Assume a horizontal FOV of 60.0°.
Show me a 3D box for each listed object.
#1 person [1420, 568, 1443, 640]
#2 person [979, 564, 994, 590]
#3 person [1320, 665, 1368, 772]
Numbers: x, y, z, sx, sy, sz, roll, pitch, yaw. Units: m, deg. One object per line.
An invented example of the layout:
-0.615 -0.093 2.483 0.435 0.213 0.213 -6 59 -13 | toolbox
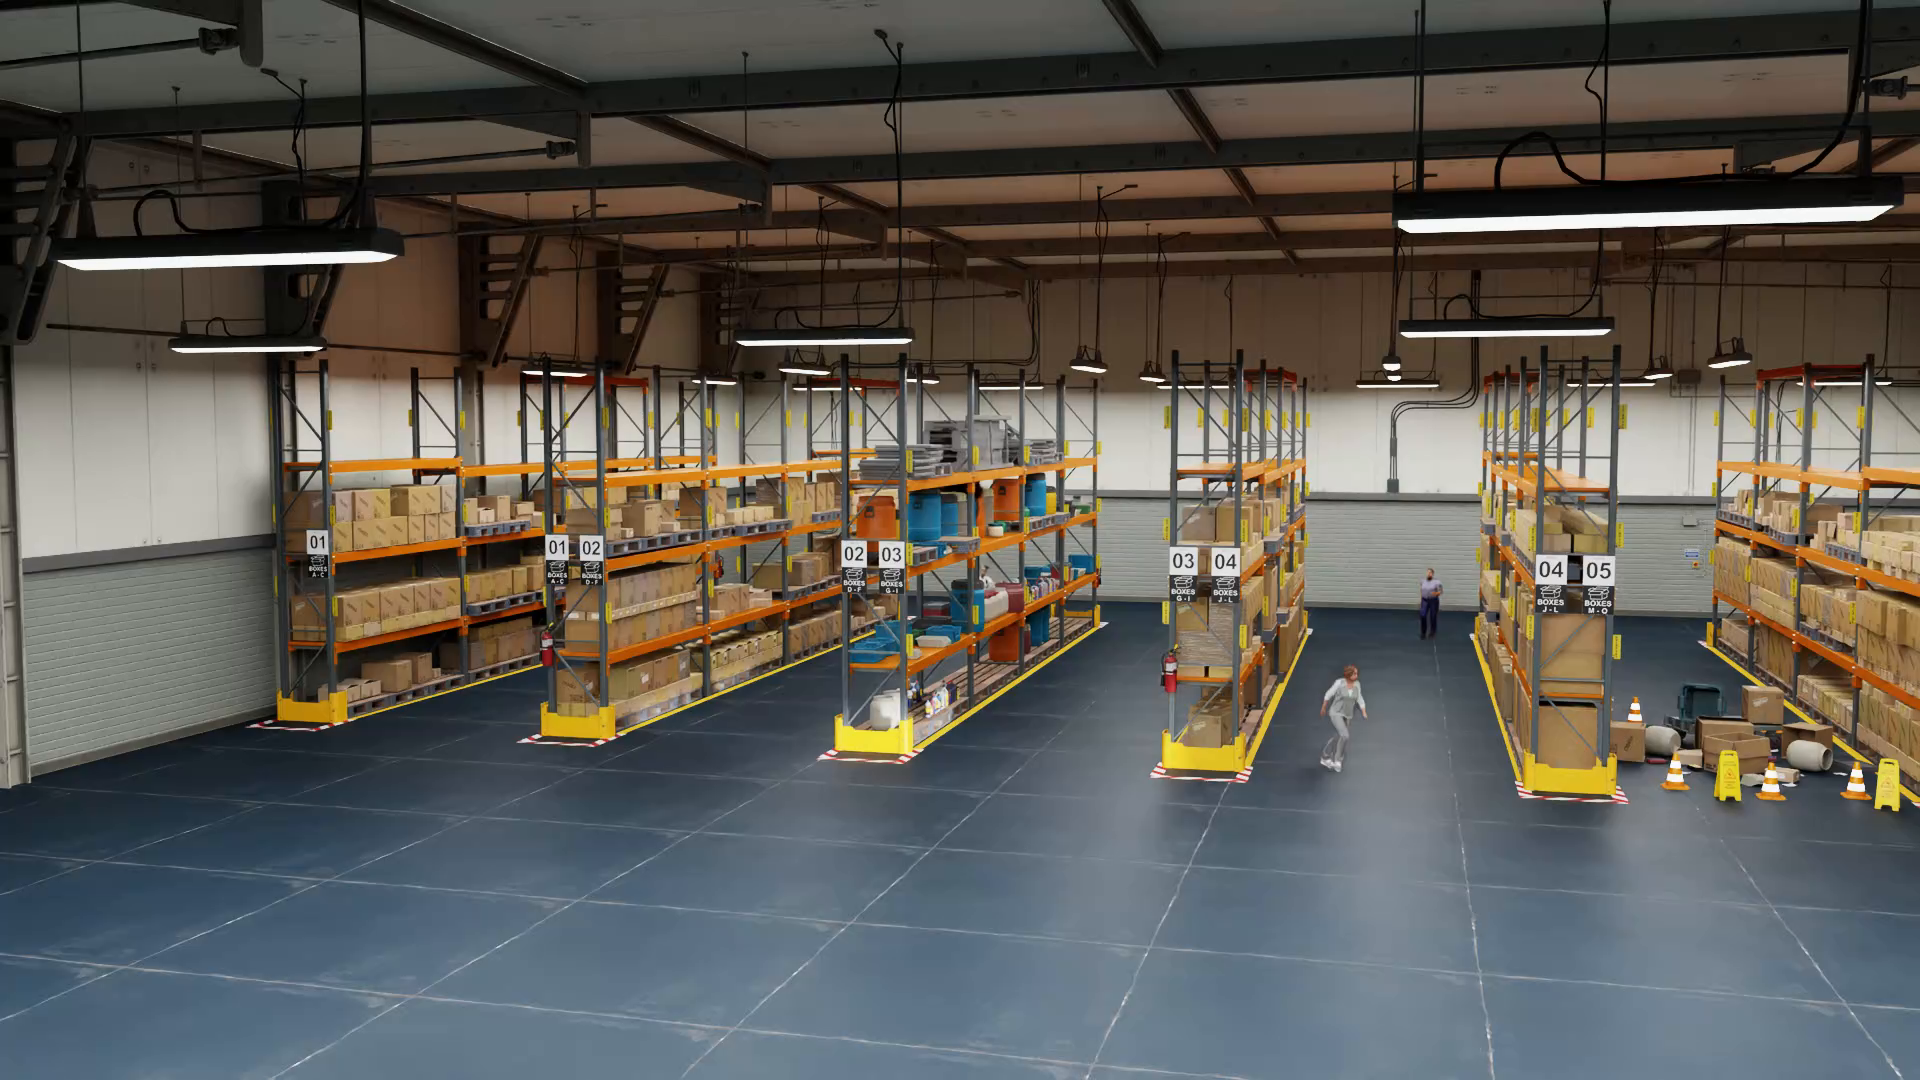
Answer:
10.773 1.469 38.048 0.538 1.644 0.782 2 5 24 | person
0.495 1.388 38.483 0.598 1.655 0.612 1 4 10 | person
5.473 2.514 23.706 0.467 1.527 0.768 -2 5 -25 | person
